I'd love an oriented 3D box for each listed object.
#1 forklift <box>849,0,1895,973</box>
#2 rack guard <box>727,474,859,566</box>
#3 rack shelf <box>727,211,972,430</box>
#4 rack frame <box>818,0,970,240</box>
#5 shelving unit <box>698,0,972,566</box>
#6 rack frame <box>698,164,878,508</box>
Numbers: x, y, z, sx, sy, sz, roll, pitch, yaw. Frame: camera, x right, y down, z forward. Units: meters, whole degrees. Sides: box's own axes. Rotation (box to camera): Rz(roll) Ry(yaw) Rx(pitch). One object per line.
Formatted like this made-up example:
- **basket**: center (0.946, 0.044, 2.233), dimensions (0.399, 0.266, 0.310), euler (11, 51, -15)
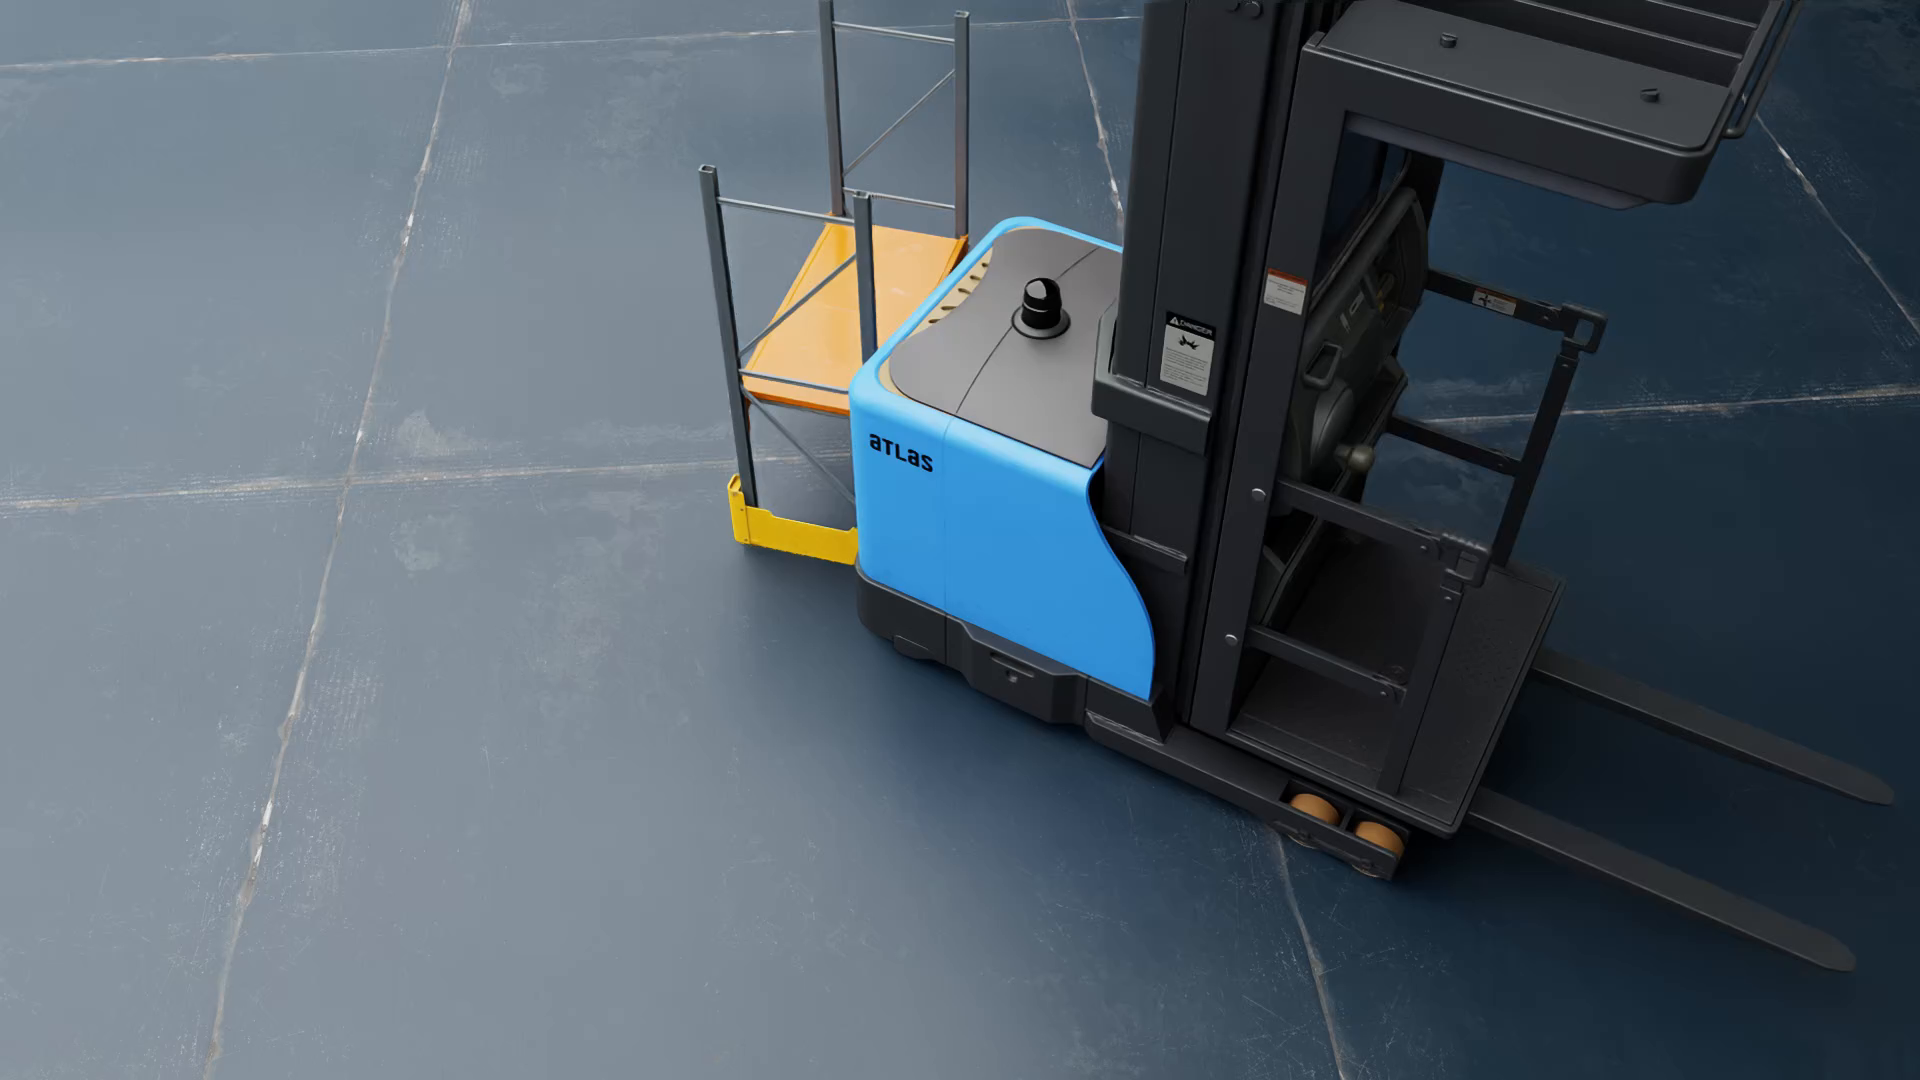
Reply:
- **forklift**: center (1.201, -0.478, 4.184), dimensions (3.031, 2.935, 1.130), euler (23, 51, 20)
- **rack guard**: center (-0.491, -0.055, 5.630), dimensions (0.587, 0.250, 0.087), euler (12, 48, 11)
- **rack shelf**: center (-0.353, -0.716, 5.642), dimensions (0.538, 0.185, 1.000), euler (12, 48, 11)
- **rack frame**: center (-0.214, -1.194, 5.848), dimensions (0.500, 1.500, 0.032), euler (12, 48, 11)
- **shelving unit**: center (-0.355, -0.833, 5.506), dimensions (0.587, 1.500, 1.083), euler (12, 48, 11)
- **rack frame**: center (-0.491, -0.484, 5.175), dimensions (0.500, 1.500, 0.032), euler (12, 48, 11)
